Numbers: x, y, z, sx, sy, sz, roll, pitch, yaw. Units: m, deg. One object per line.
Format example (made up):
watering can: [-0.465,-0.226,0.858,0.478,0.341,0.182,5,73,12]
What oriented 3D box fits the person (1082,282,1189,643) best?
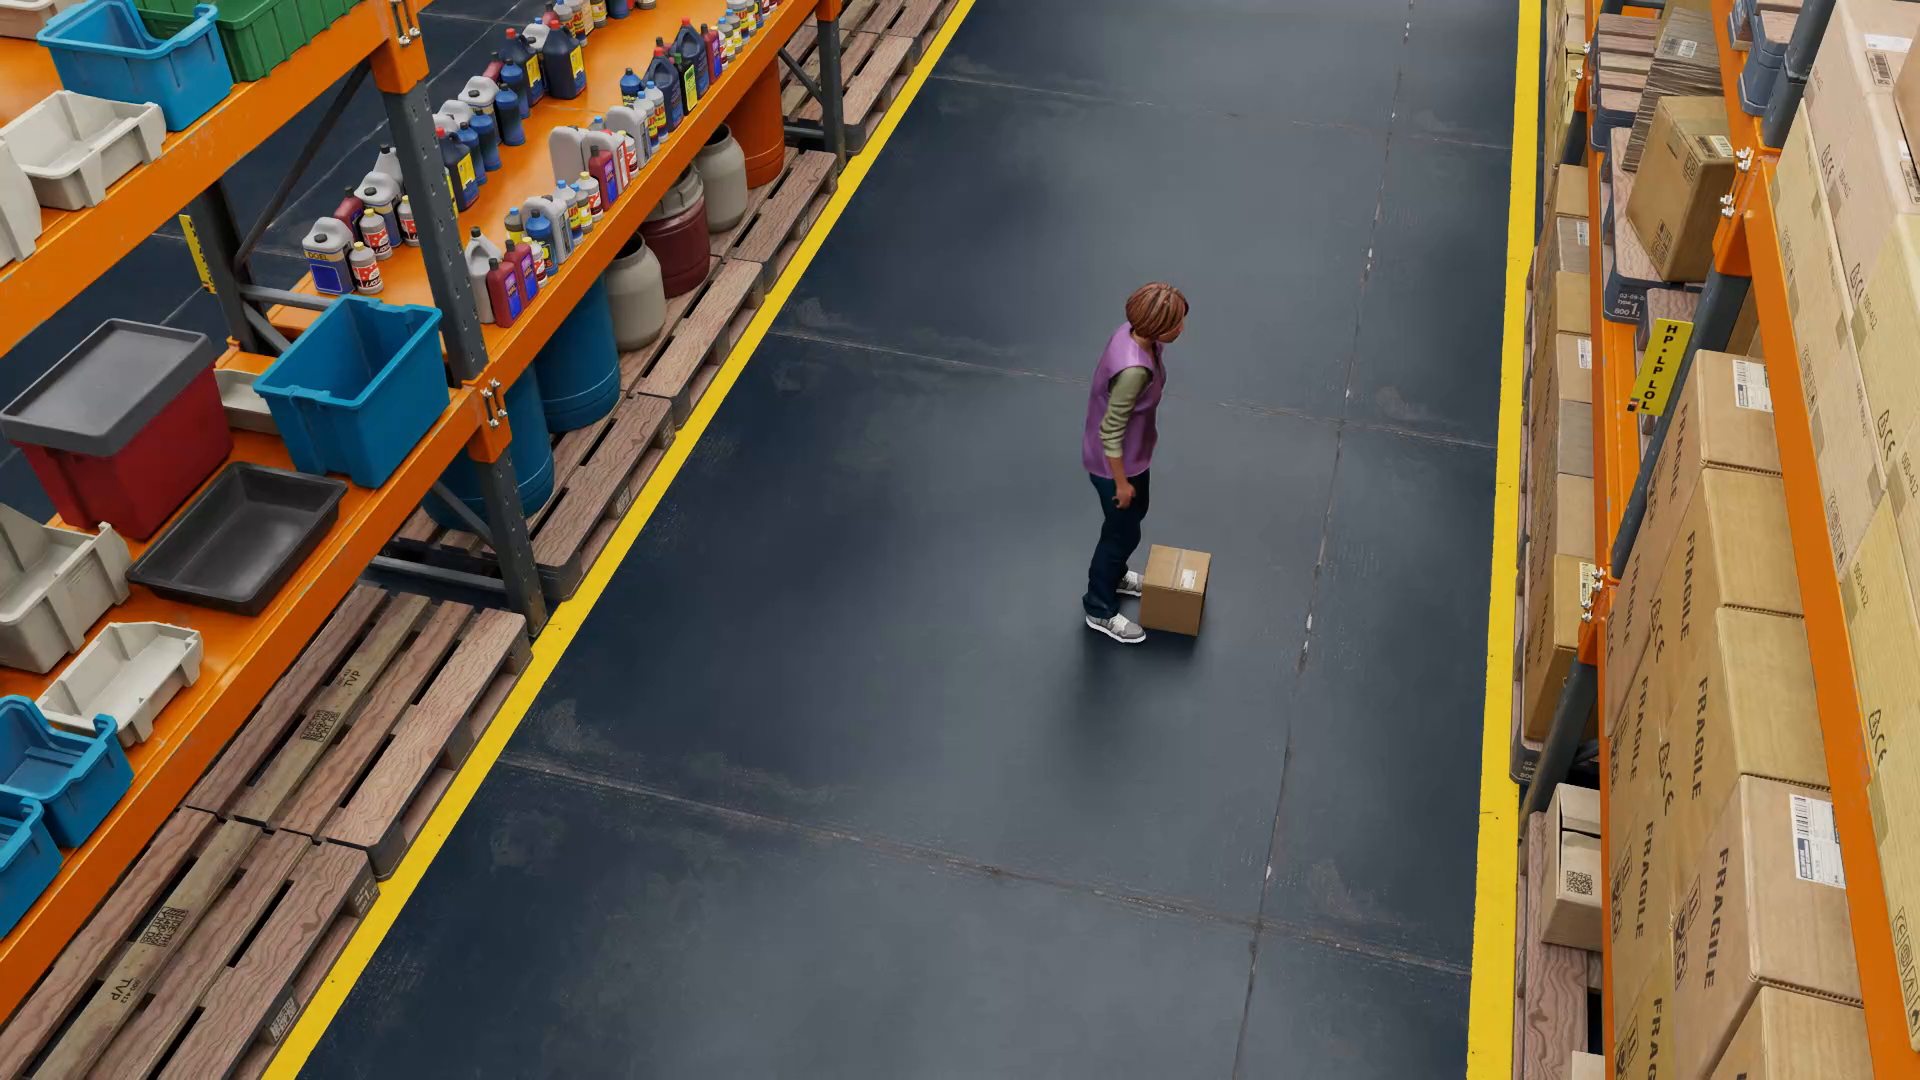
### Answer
person: [0.656,-0.321,6.538,0.348,1.580,0.459,10,43,11]
